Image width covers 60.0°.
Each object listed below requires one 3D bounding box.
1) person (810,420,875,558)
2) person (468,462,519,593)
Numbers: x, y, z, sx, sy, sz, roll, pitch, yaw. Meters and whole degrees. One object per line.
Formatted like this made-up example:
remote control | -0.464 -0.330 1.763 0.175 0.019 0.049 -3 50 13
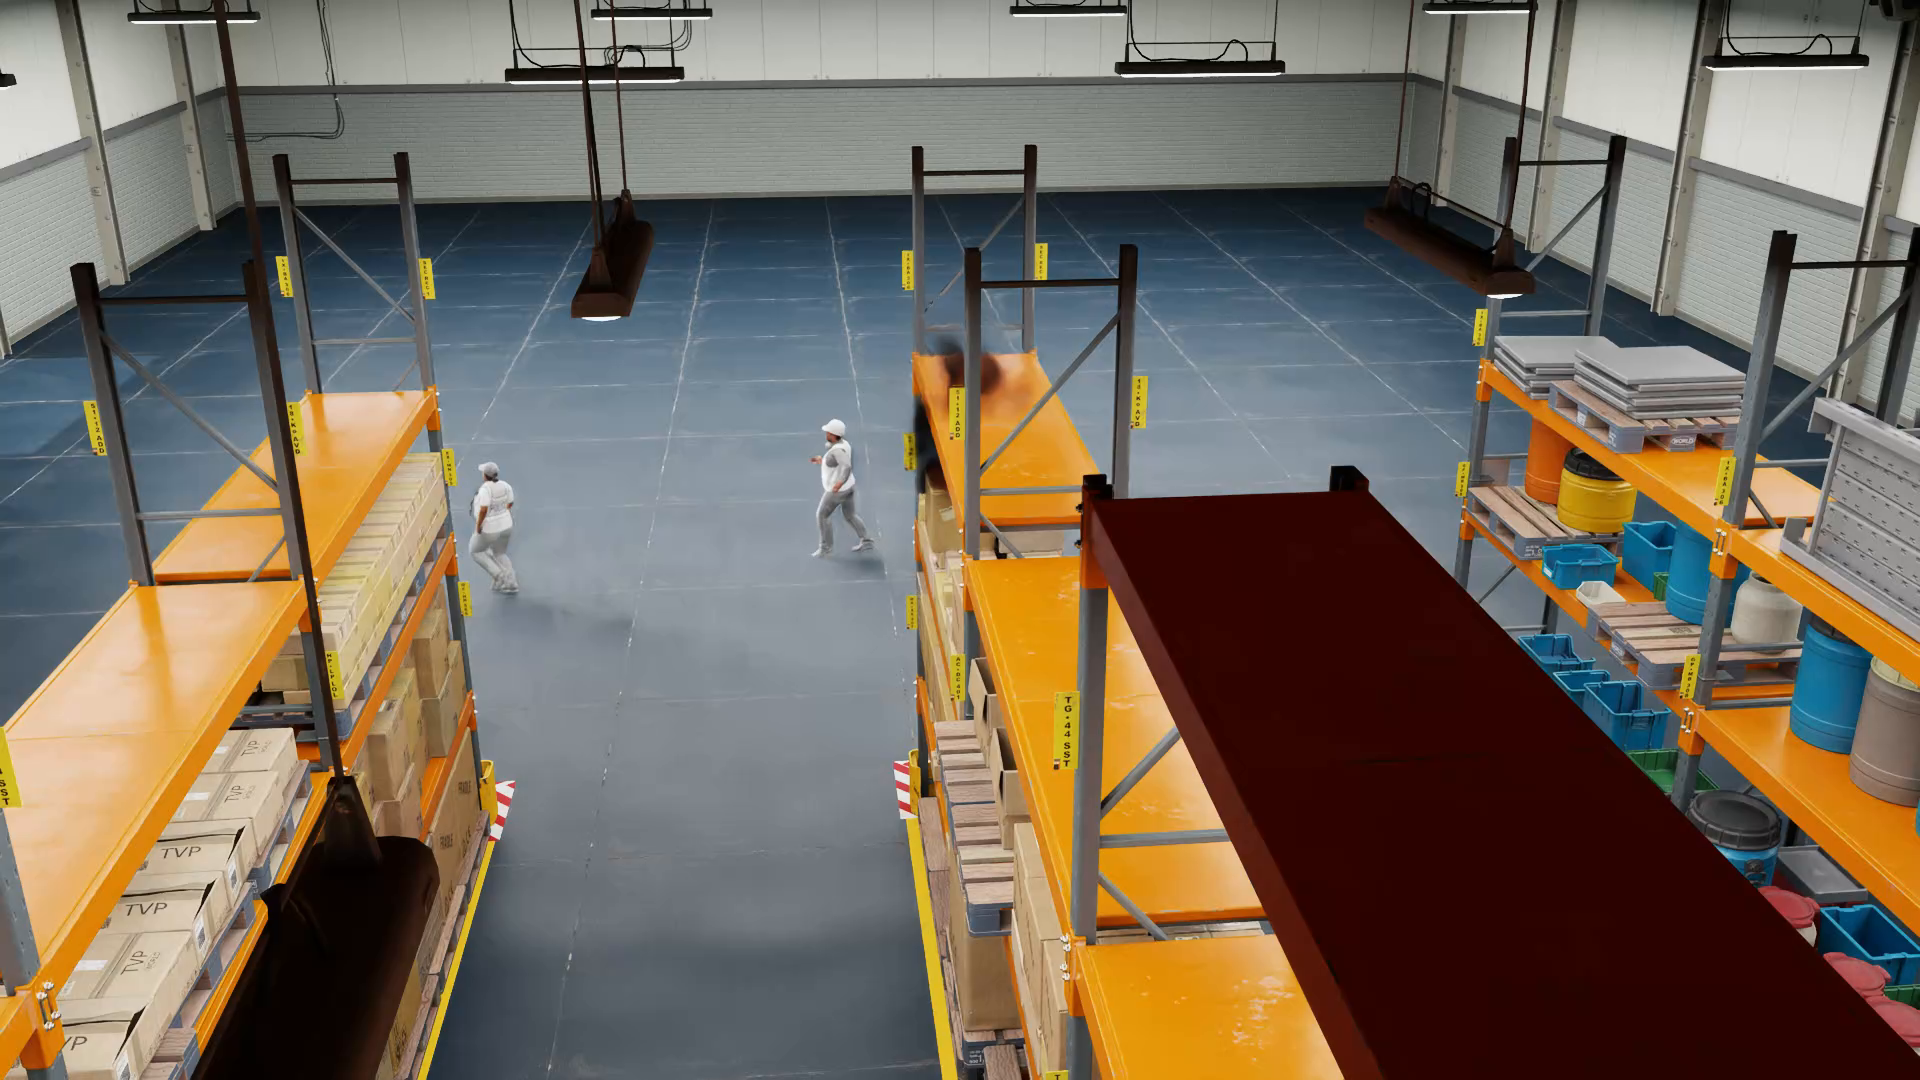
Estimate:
person | -1.506 -0.669 20.801 0.845 1.729 0.605 7 23 18
person | -5.579 -0.146 19.804 0.570 1.627 0.618 14 26 32
